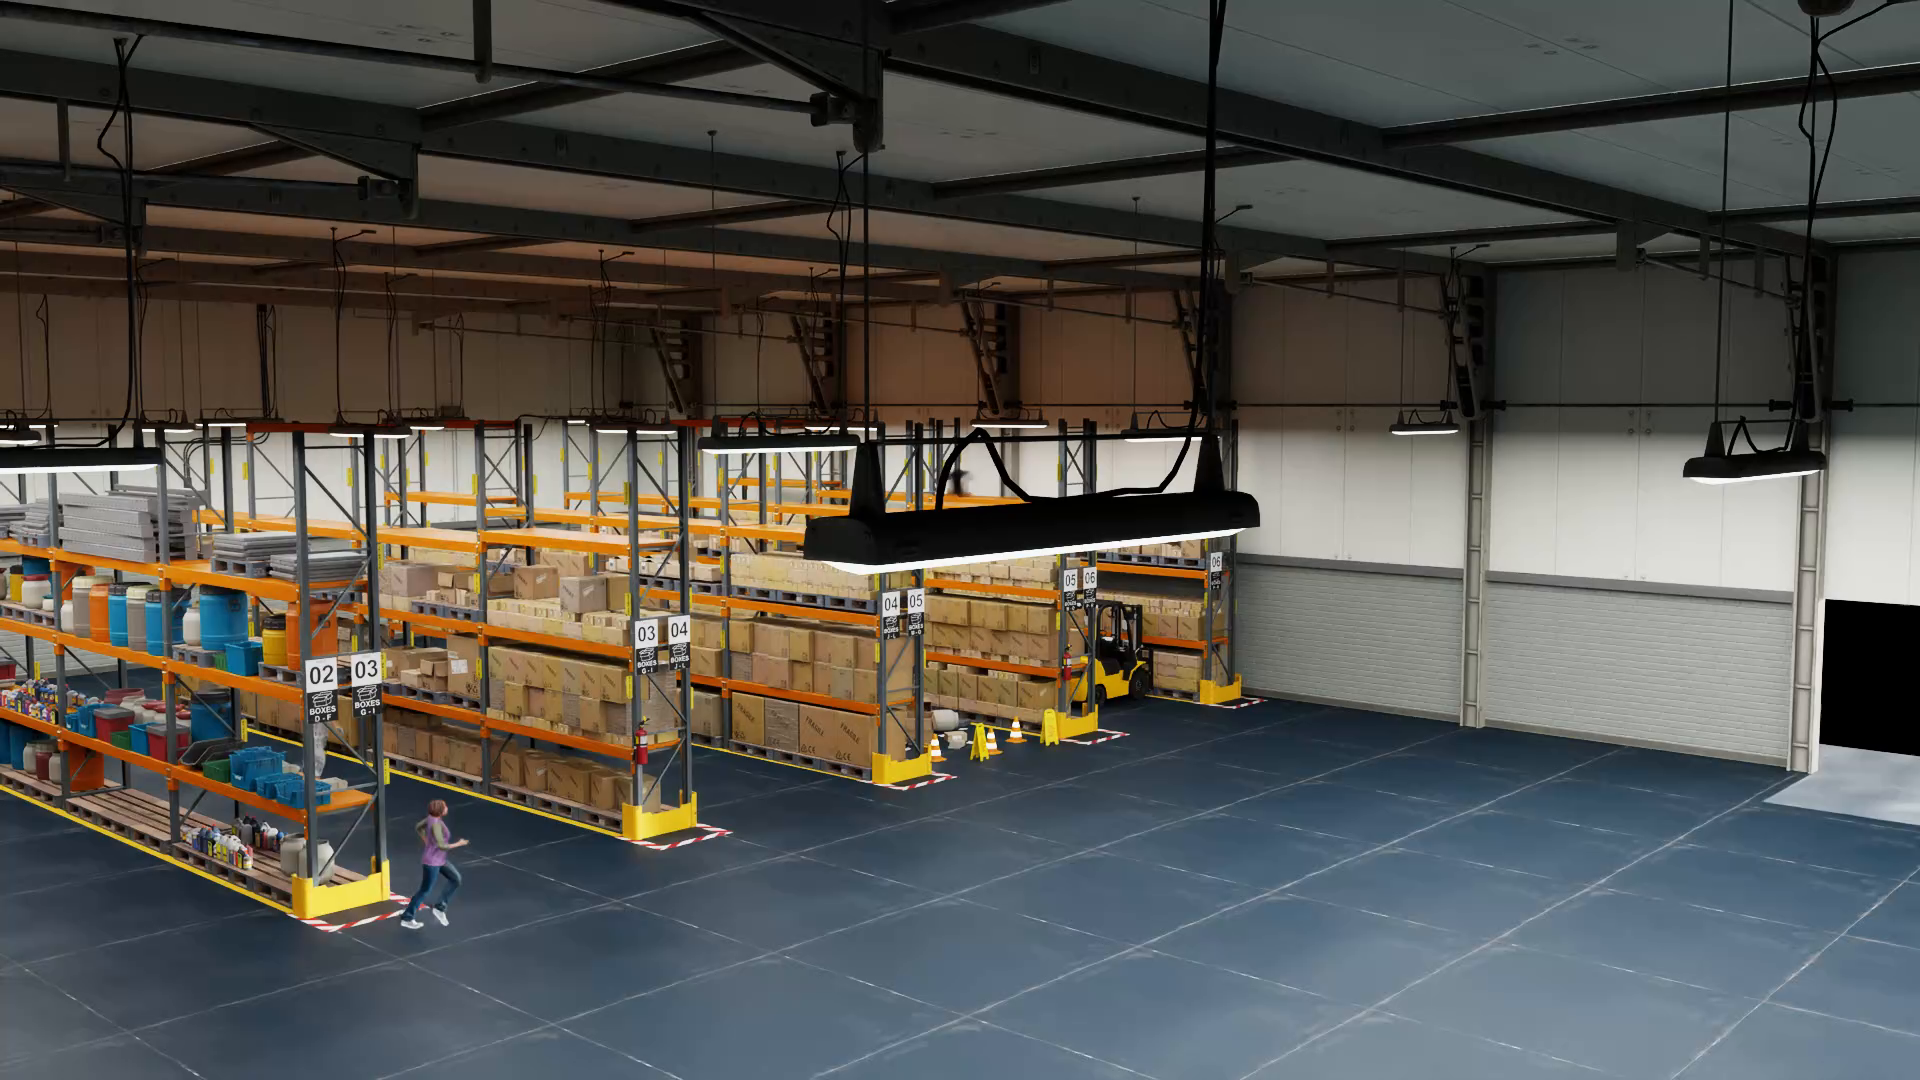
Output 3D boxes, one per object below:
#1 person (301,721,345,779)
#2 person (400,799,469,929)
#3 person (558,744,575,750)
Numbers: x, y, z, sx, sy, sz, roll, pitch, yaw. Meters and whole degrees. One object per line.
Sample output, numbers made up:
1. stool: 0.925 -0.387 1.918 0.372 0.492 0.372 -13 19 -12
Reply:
1. person: -10.590 3.251 27.386 0.865 1.698 0.679 1 5 15
2. person: -6.327 3.891 20.032 0.806 1.581 0.530 -1 5 -12
3. person: -6.985 3.085 30.310 0.829 1.548 0.693 1 5 16
